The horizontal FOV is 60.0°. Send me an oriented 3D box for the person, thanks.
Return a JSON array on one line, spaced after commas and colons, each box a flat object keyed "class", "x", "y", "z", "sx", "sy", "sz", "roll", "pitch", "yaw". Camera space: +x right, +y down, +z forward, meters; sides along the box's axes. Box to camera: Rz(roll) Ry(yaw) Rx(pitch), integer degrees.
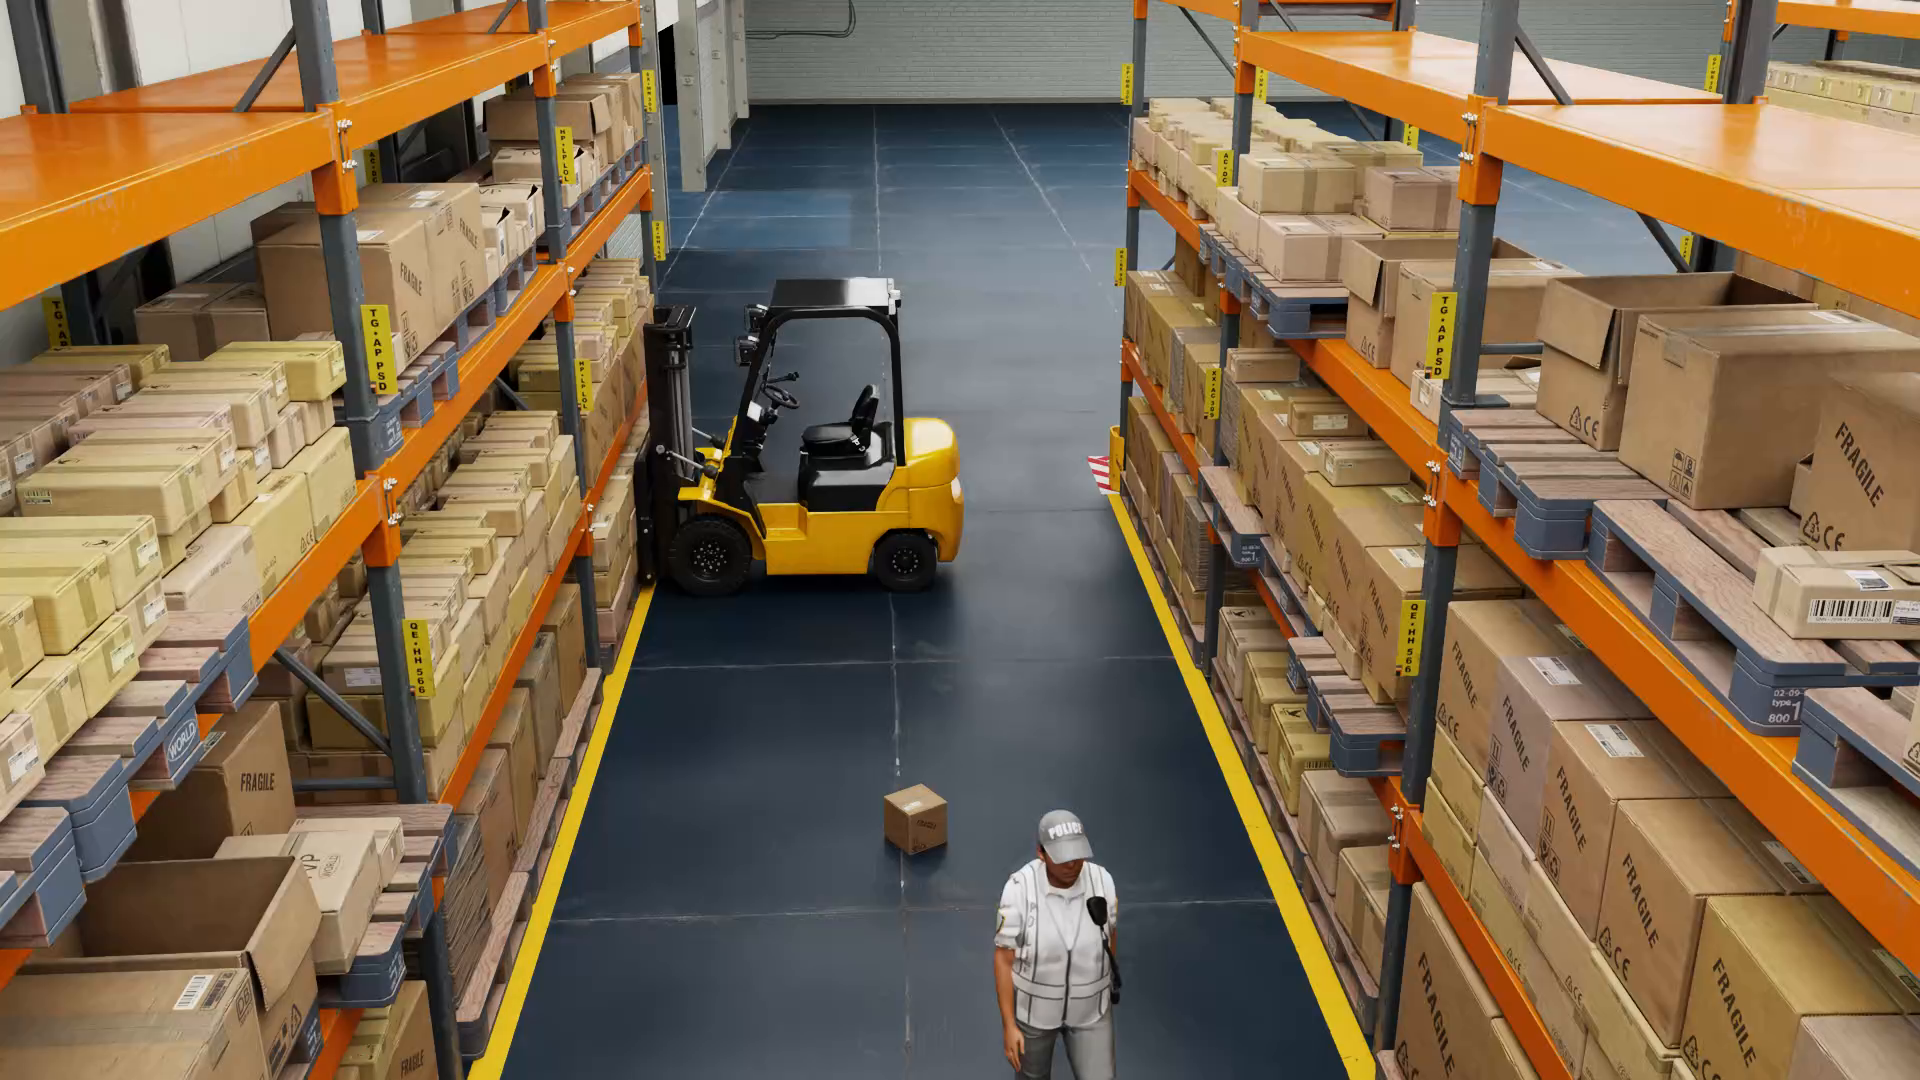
[{"class": "person", "x": 0.369, "y": 1.744, "z": 6.274, "sx": 0.490, "sy": 1.555, "sz": 0.729, "roll": -2, "pitch": 21, "yaw": -5}]
